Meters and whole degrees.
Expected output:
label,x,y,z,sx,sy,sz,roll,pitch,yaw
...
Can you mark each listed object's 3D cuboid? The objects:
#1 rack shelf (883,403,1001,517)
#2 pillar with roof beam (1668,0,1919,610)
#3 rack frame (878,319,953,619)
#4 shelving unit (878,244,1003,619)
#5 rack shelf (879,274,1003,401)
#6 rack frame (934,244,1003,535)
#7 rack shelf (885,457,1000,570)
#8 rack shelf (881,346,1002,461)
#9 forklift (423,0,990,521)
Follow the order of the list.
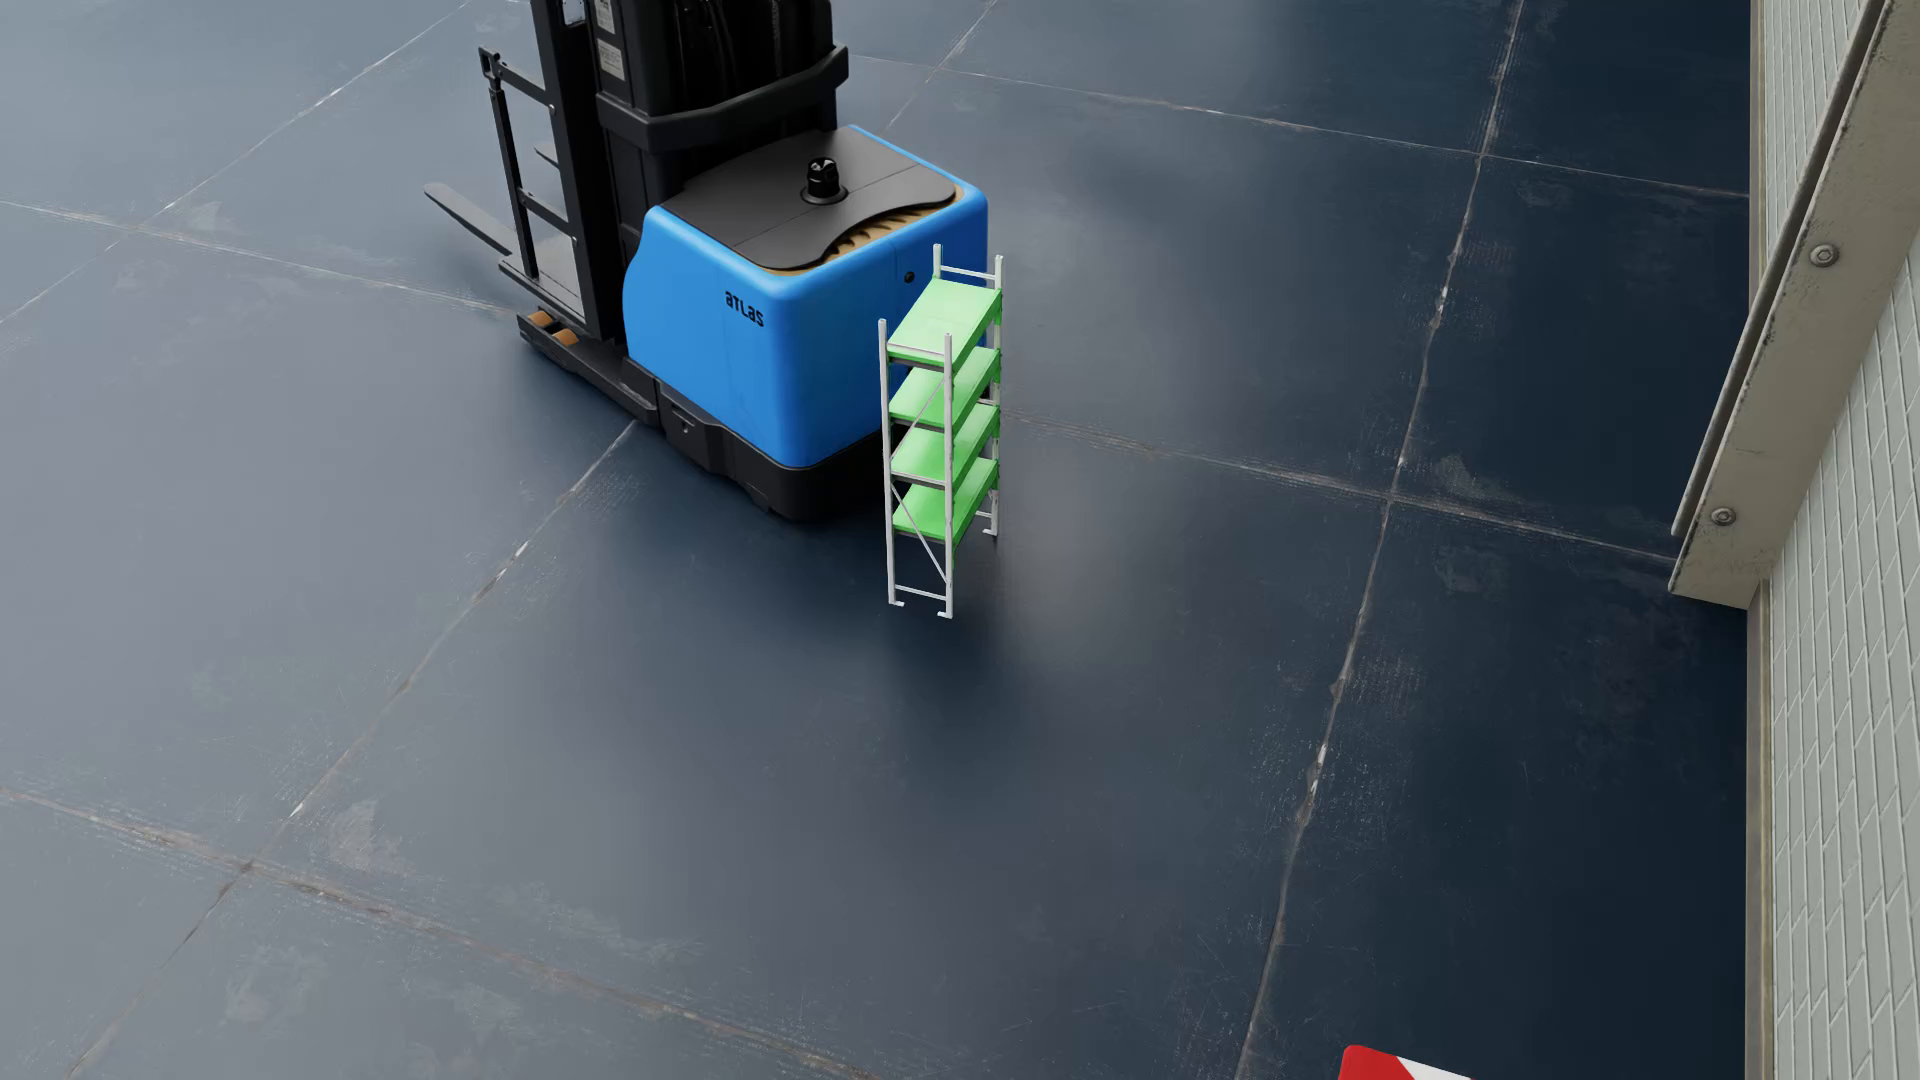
label,x,y,z,sx,sy,sz,roll,pitch,yaw
rack shelf,-0.057,-0.307,5.784,0.258,0.148,0.480,13,42,15
pillar with roof beam,-1.266,-4.276,4.329,9.100,9.000,0.400,13,42,15
rack frame,-0.140,-0.207,5.568,0.240,1.200,0.015,13,42,15
shelving unit,-0.057,-0.355,5.742,0.258,1.200,0.503,13,42,15
rack shelf,-0.057,-0.672,5.472,0.258,0.148,0.480,13,42,15
rack frame,0.027,-0.504,5.917,0.240,1.200,0.015,13,42,15
rack shelf,-0.057,-0.124,5.939,0.258,0.148,0.480,13,42,15
rack shelf,-0.057,-0.489,5.628,0.258,0.148,0.480,13,42,15
forklift,-1.259,-2.051,6.396,1.130,2.935,3.031,-32,50,-32
